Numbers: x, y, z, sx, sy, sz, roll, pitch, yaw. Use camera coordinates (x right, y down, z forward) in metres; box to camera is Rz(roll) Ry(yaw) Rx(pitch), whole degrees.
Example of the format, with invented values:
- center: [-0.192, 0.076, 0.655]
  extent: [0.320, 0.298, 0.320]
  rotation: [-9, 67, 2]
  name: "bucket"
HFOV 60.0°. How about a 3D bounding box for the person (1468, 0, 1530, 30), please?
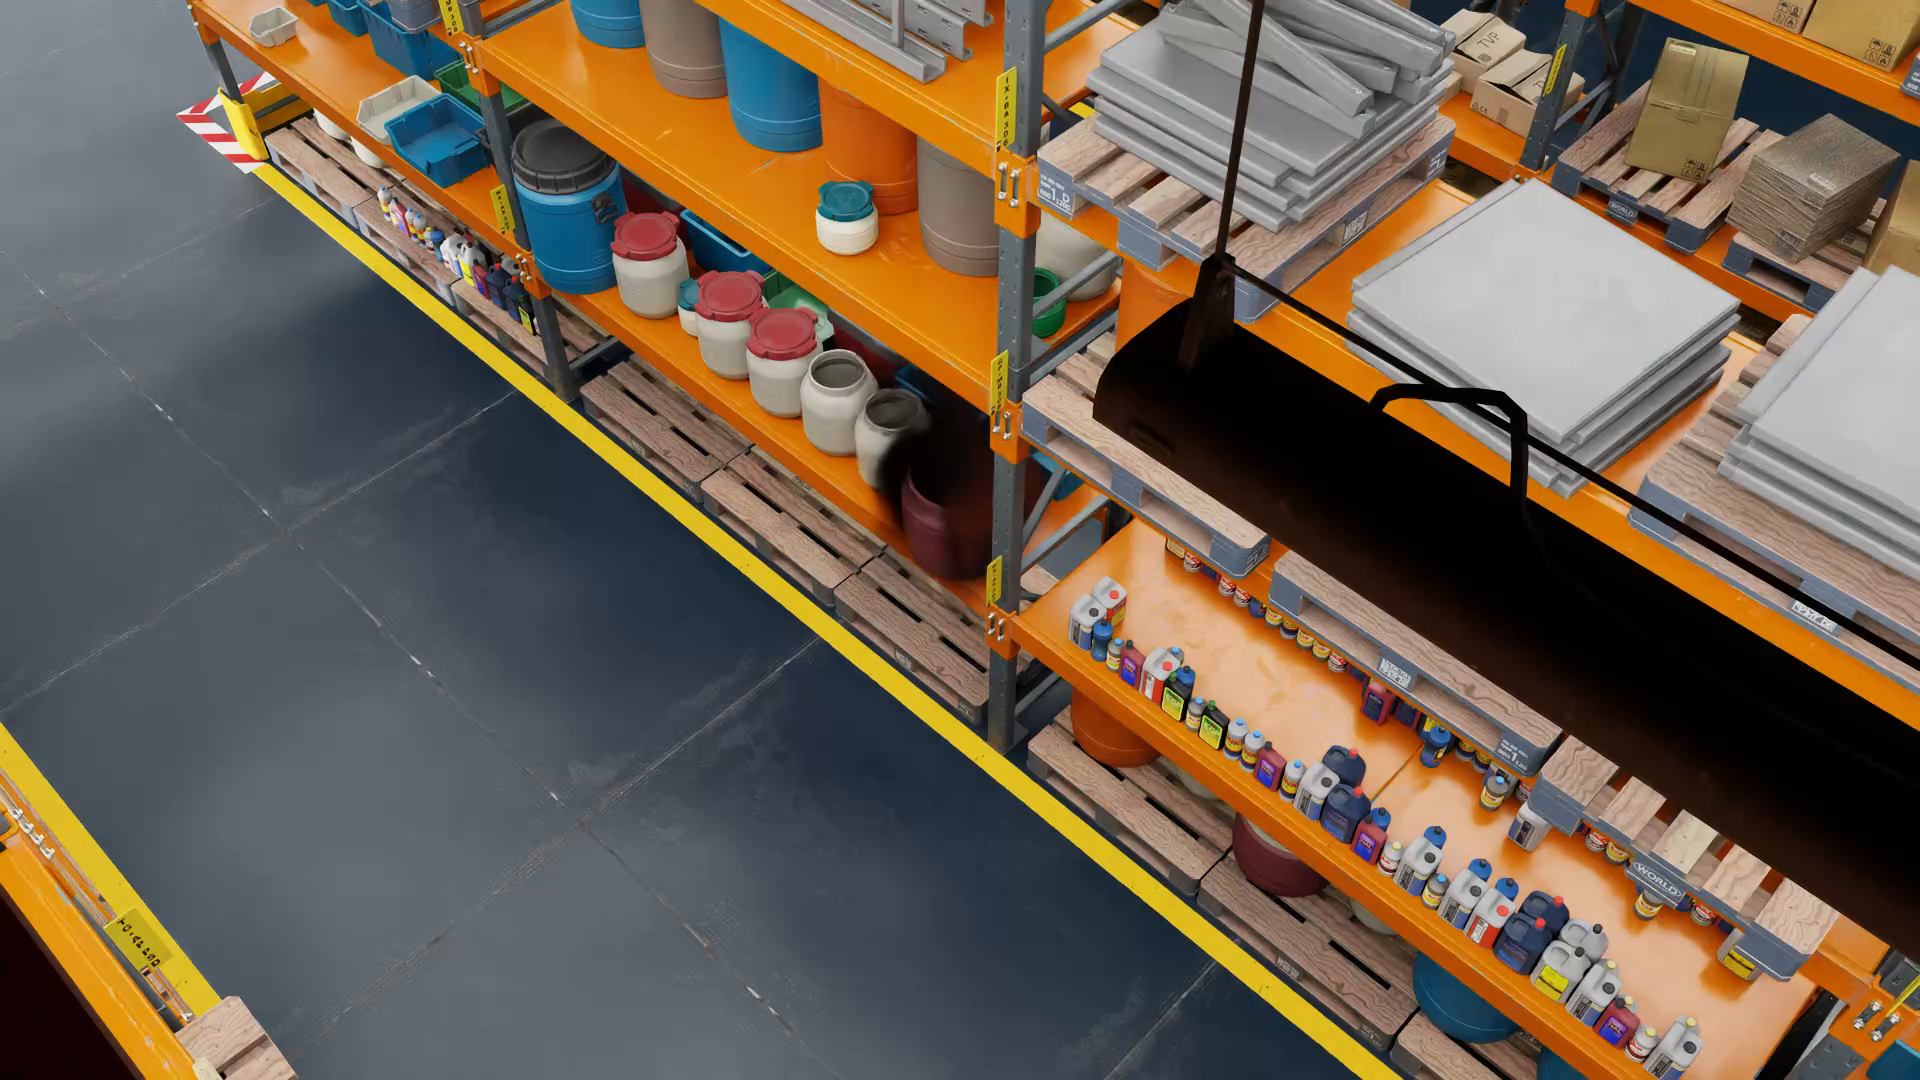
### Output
- center: [4.208, -4.415, 12.971]
  extent: [0.582, 1.807, 0.531]
  rotation: [-13, 51, -11]
  name: "person"
